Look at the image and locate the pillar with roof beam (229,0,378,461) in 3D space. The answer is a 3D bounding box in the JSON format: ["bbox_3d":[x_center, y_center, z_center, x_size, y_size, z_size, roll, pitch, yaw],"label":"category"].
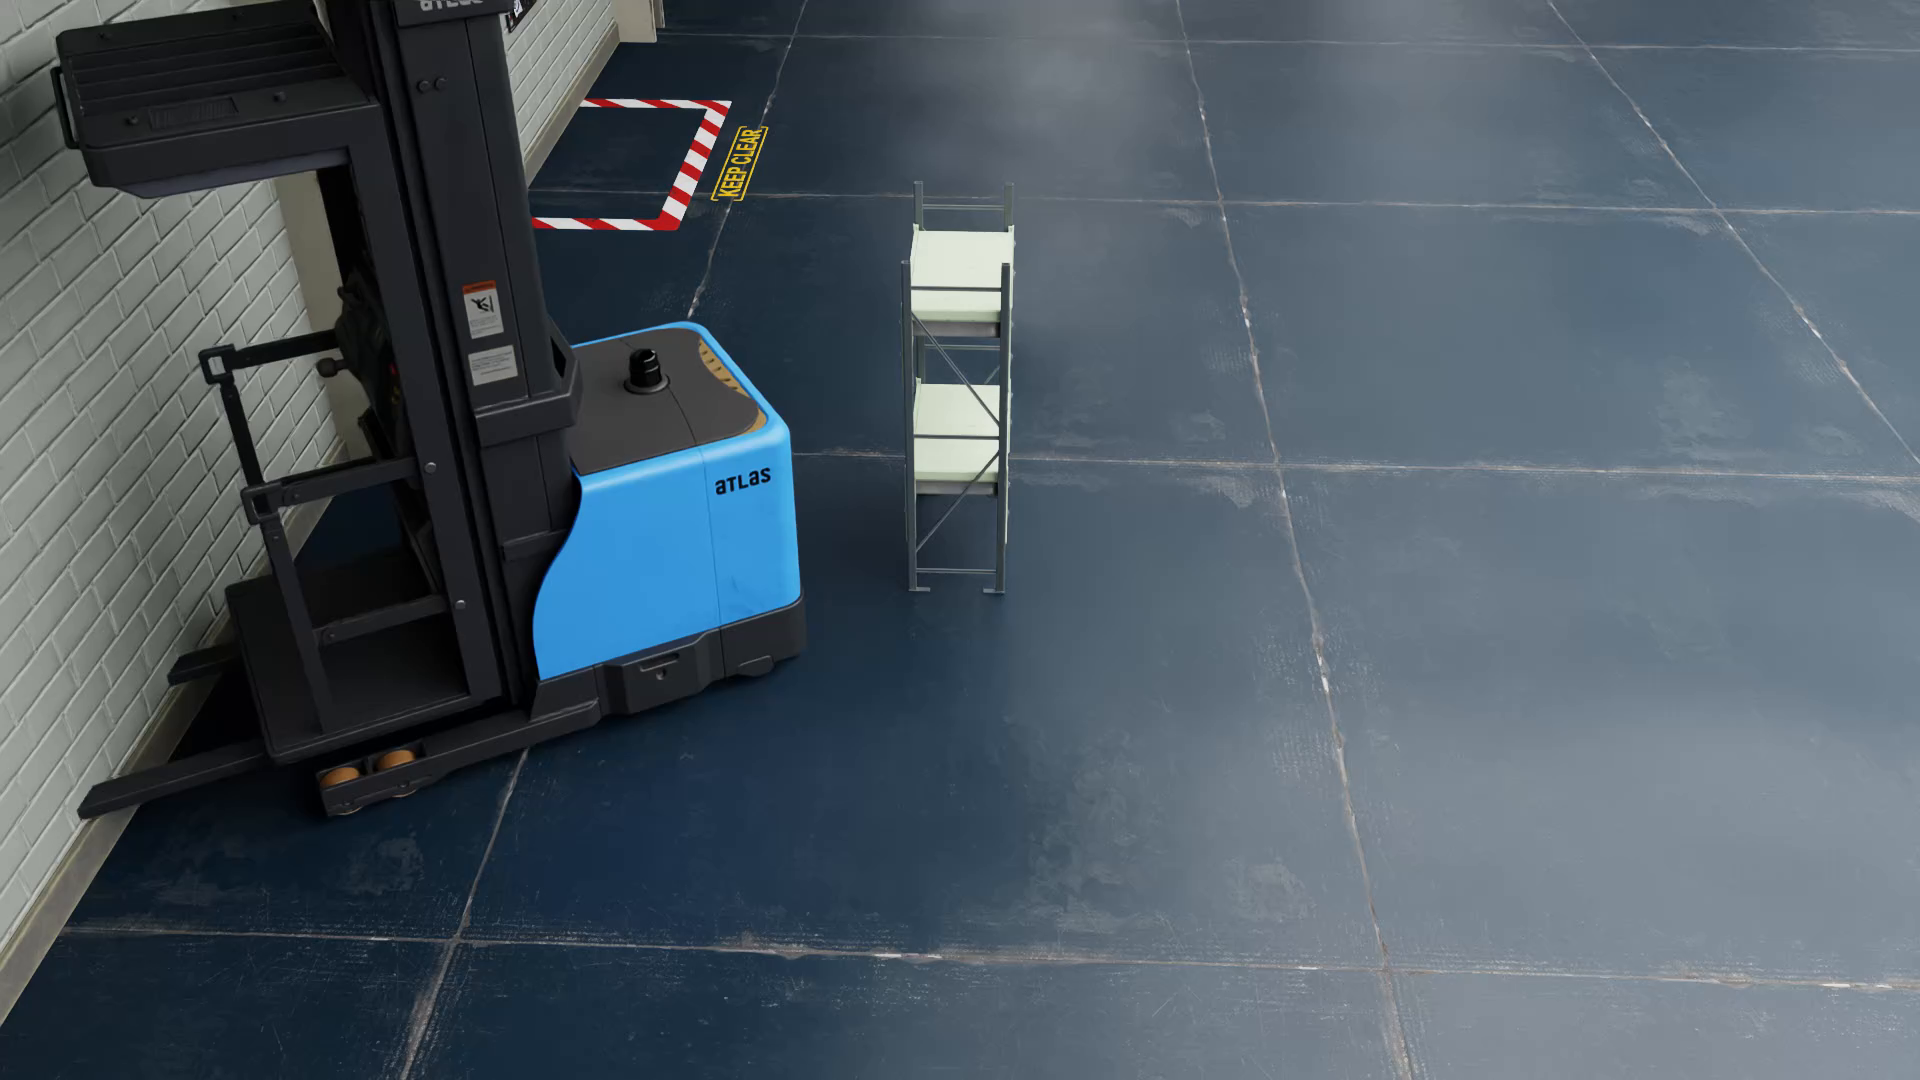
[{"bbox_3d":[1.601,-4.032,5.161,9.100,9.000,0.400,1,35,2],"label":"pillar with roof beam"}]

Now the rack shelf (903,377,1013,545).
[{"bbox_3d":[0.000,-0.343,7.001,0.431,0.370,0.720,1,35,2],"label":"rack shelf"}]

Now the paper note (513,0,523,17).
[{"bbox_3d":[-2.673,-3.245,10.024,0.016,0.148,0.142,1,35,2],"label":"paper note"}]

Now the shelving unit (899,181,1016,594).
[{"bbox_3d":[0.000,-0.610,6.813,0.431,1.500,0.755,1,35,2],"label":"shelving unit"}]

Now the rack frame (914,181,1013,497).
[{"bbox_3d":[0.014,-0.820,7.113,0.400,1.500,0.023,1,35,2],"label":"rack frame"}]

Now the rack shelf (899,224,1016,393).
[{"bbox_3d":[0.000,-0.929,6.589,0.431,0.370,0.720,1,35,2],"label":"rack shelf"}]

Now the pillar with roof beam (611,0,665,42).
[{"bbox_3d":[1.842,-7.479,10.066,9.100,9.000,0.400,1,35,2],"label":"pillar with roof beam"}]

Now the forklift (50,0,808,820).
[{"bbox_3d":[-2.149,-0.578,5.523,3.031,2.935,1.130,-17,38,-22],"label":"forklift"}]

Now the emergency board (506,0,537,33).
[{"bbox_3d":[-2.616,-3.700,9.907,0.157,1.169,0.626,1,35,2],"label":"emergency board"}]

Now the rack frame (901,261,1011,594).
[{"bbox_3d":[-0.015,-0.399,6.514,0.400,1.500,0.023,1,35,2],"label":"rack frame"}]
